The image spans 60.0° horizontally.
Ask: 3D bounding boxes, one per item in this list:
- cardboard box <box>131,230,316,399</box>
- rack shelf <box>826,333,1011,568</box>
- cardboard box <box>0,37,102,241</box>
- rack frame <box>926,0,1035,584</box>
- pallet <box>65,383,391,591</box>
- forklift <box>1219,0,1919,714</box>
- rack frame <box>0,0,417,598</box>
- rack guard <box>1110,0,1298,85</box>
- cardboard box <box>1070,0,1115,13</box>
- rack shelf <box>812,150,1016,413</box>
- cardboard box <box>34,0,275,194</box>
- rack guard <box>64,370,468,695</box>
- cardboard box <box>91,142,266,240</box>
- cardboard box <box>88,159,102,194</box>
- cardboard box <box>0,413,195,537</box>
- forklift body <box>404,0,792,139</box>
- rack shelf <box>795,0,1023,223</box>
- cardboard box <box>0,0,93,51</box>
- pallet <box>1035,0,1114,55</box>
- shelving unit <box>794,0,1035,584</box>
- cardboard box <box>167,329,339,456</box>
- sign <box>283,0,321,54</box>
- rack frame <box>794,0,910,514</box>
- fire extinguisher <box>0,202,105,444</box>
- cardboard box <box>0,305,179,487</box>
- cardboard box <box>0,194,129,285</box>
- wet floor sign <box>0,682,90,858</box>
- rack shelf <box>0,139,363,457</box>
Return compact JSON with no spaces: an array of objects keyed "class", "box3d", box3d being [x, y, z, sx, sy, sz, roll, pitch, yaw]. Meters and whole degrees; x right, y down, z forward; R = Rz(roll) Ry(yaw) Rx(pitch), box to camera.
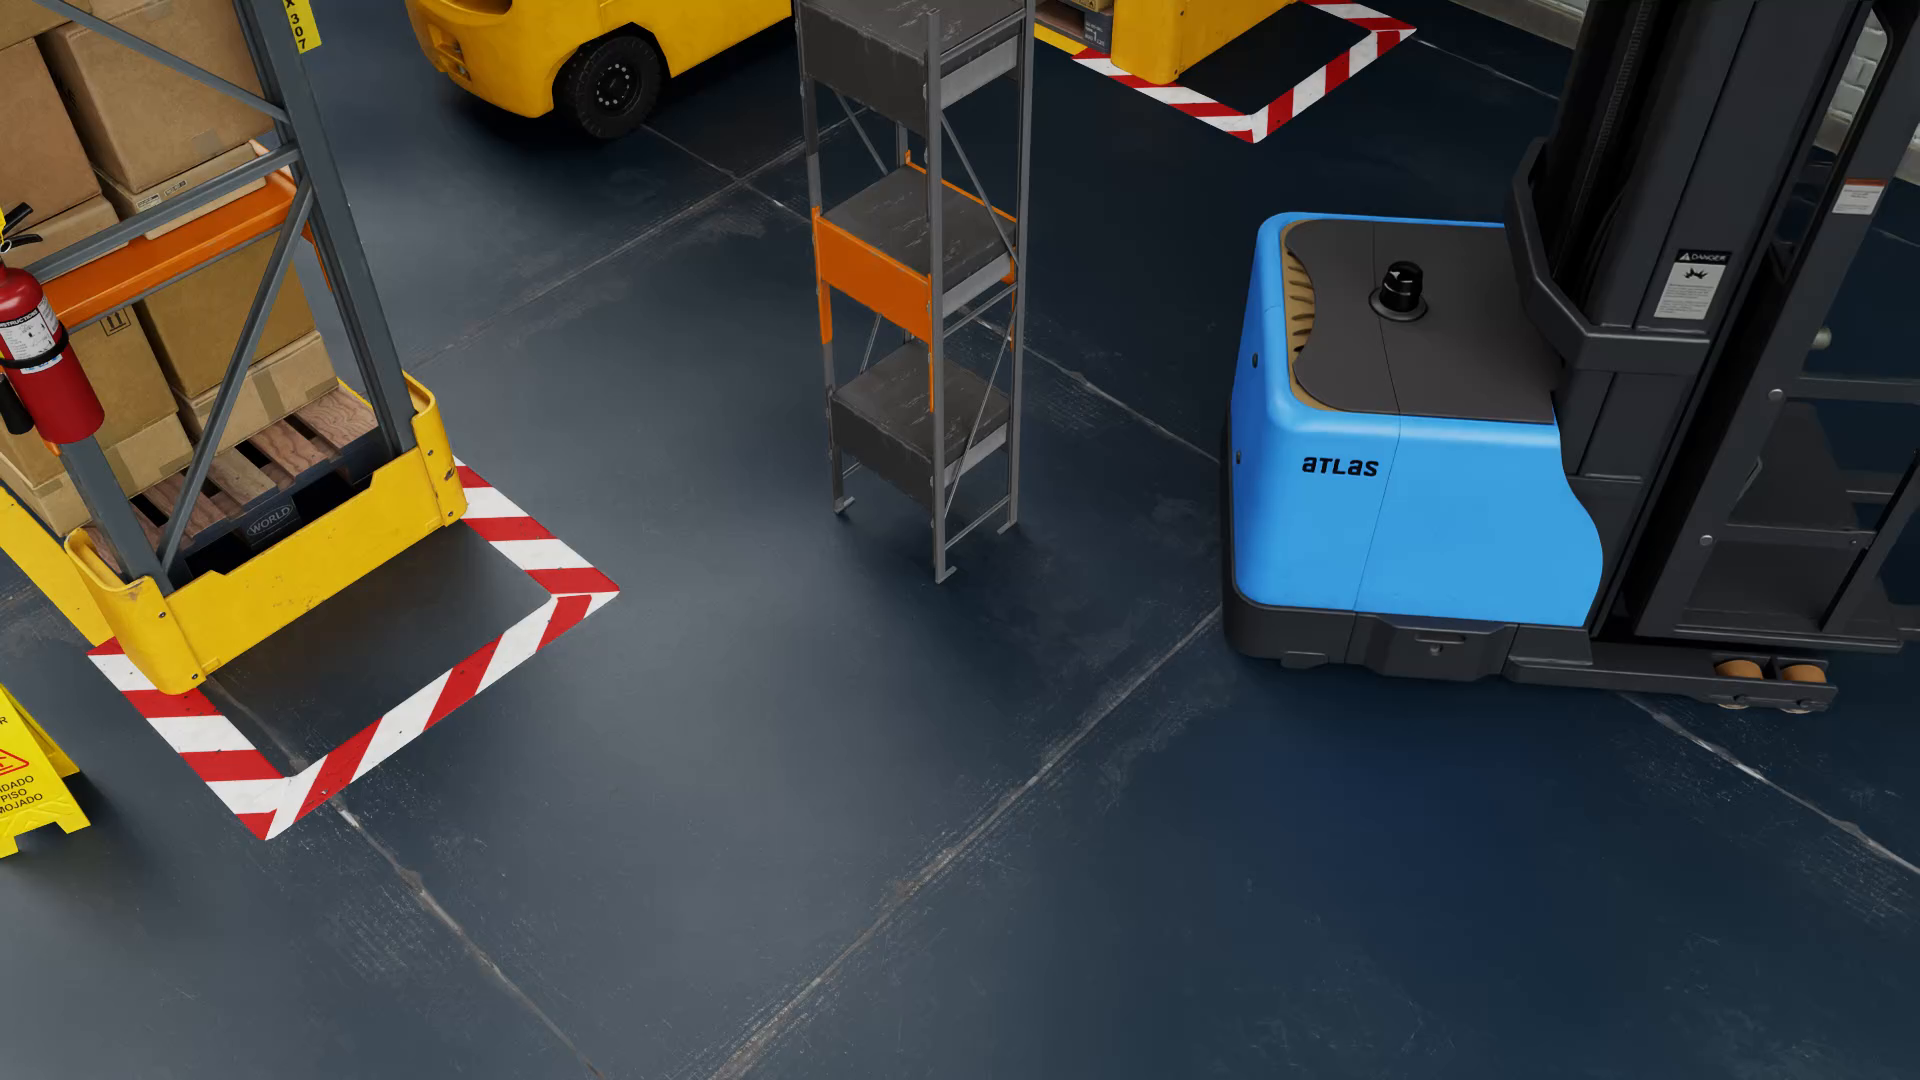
[{"class":"cardboard box","box3d":[-2.597,-0.892,5.614,0.500,0.500,0.500,32,55,27]},{"class":"rack shelf","box3d":[-0.122,-0.312,5.582,0.480,0.518,0.431,34,55,28]},{"class":"cardboard box","box3d":[-2.760,-1.131,4.482,0.500,0.500,0.500,33,55,27]},{"class":"rack frame","box3d":[0.058,-0.680,4.948,0.015,2.100,0.400,34,55,28]},{"class":"pallet","box3d":[-2.803,-0.378,5.960,1.213,0.211,1.003,34,55,28]},{"class":"forklift","box3d":[2.398,-0.865,4.552,3.031,2.935,1.130,4,47,4]},{"class":"rack frame","box3d":[-2.174,-0.874,4.513,0.127,3.000,1.000,34,55,28]},{"class":"rack guard","box3d":[1.207,-2.668,7.912,0.348,0.500,1.175,34,55,28]},{"class":"cardboard box","box3d":[0.630,-2.801,7.920,0.500,0.250,0.500,34,56,28]},{"class":"rack shelf","box3d":[-0.122,-0.791,5.071,0.480,0.518,0.431,34,55,28]},{"class":"cardboard box","box3d":[-2.334,-1.393,4.728,0.500,0.500,0.500,33,55,27]},{"class":"rack guard","box3d":[-2.230,-0.056,5.460,0.348,0.500,1.175,34,55,28]},{"class":"cardboard box","box3d":[-2.283,-1.067,4.867,0.250,0.149,0.380,34,55,28]},{"class":"cardboard box","box3d":[-2.479,-1.184,4.977,0.250,0.149,0.380,35,56,28]},{"class":"cardboard box","box3d":[-2.968,-0.344,5.614,0.500,0.250,0.500,34,55,28]},{"class":"forklift body","box3d":[-1.441,-3.205,7.284,1.214,2.155,2.313,34,55,28]},{"class":"rack shelf","box3d":[-0.122,-1.270,4.561,0.480,0.518,0.431,34,55,28]},{"class":"cardboard box","box3d":[-2.698,-1.488,4.131,0.500,0.500,0.700,33,55,27]},{"class":"pallet","box3d":[0.599,-2.936,8.362,1.213,0.211,1.003,34,55,28]},{"class":"shelving unit","box3d":[-0.122,-0.801,5.061,0.503,2.100,0.431,34,55,28]},{"class":"cardboard box","box3d":[-2.579,-0.624,5.876,0.500,0.250,0.500,33,55,27]},{"class":"sign","box3d":[-1.806,-1.461,4.471,0.005,0.325,0.100,34,55,28]},{"class":"rack frame","box3d":[-0.301,-0.921,5.175,0.015,2.100,0.400,34,55,28]},{"class":"fire extinguisher","box3d":[-2.403,-0.544,4.257,0.183,0.674,0.296,34,55,28]},{"class":"cardboard box","box3d":[-2.940,-0.590,5.330,0.500,0.500,0.500,34,56,28]},{"class":"cardboard box","box3d":[-2.594,-0.859,4.671,0.250,0.149,0.380,36,56,29]},{"class":"wet floor sign","box3d":[-2.760,0.599,4.745,0.267,0.644,0.232,-21,50,-18]},{"class":"rack shelf","box3d":[-3.644,-1.617,5.704,4.000,0.370,1.077,34,55,28]}]
